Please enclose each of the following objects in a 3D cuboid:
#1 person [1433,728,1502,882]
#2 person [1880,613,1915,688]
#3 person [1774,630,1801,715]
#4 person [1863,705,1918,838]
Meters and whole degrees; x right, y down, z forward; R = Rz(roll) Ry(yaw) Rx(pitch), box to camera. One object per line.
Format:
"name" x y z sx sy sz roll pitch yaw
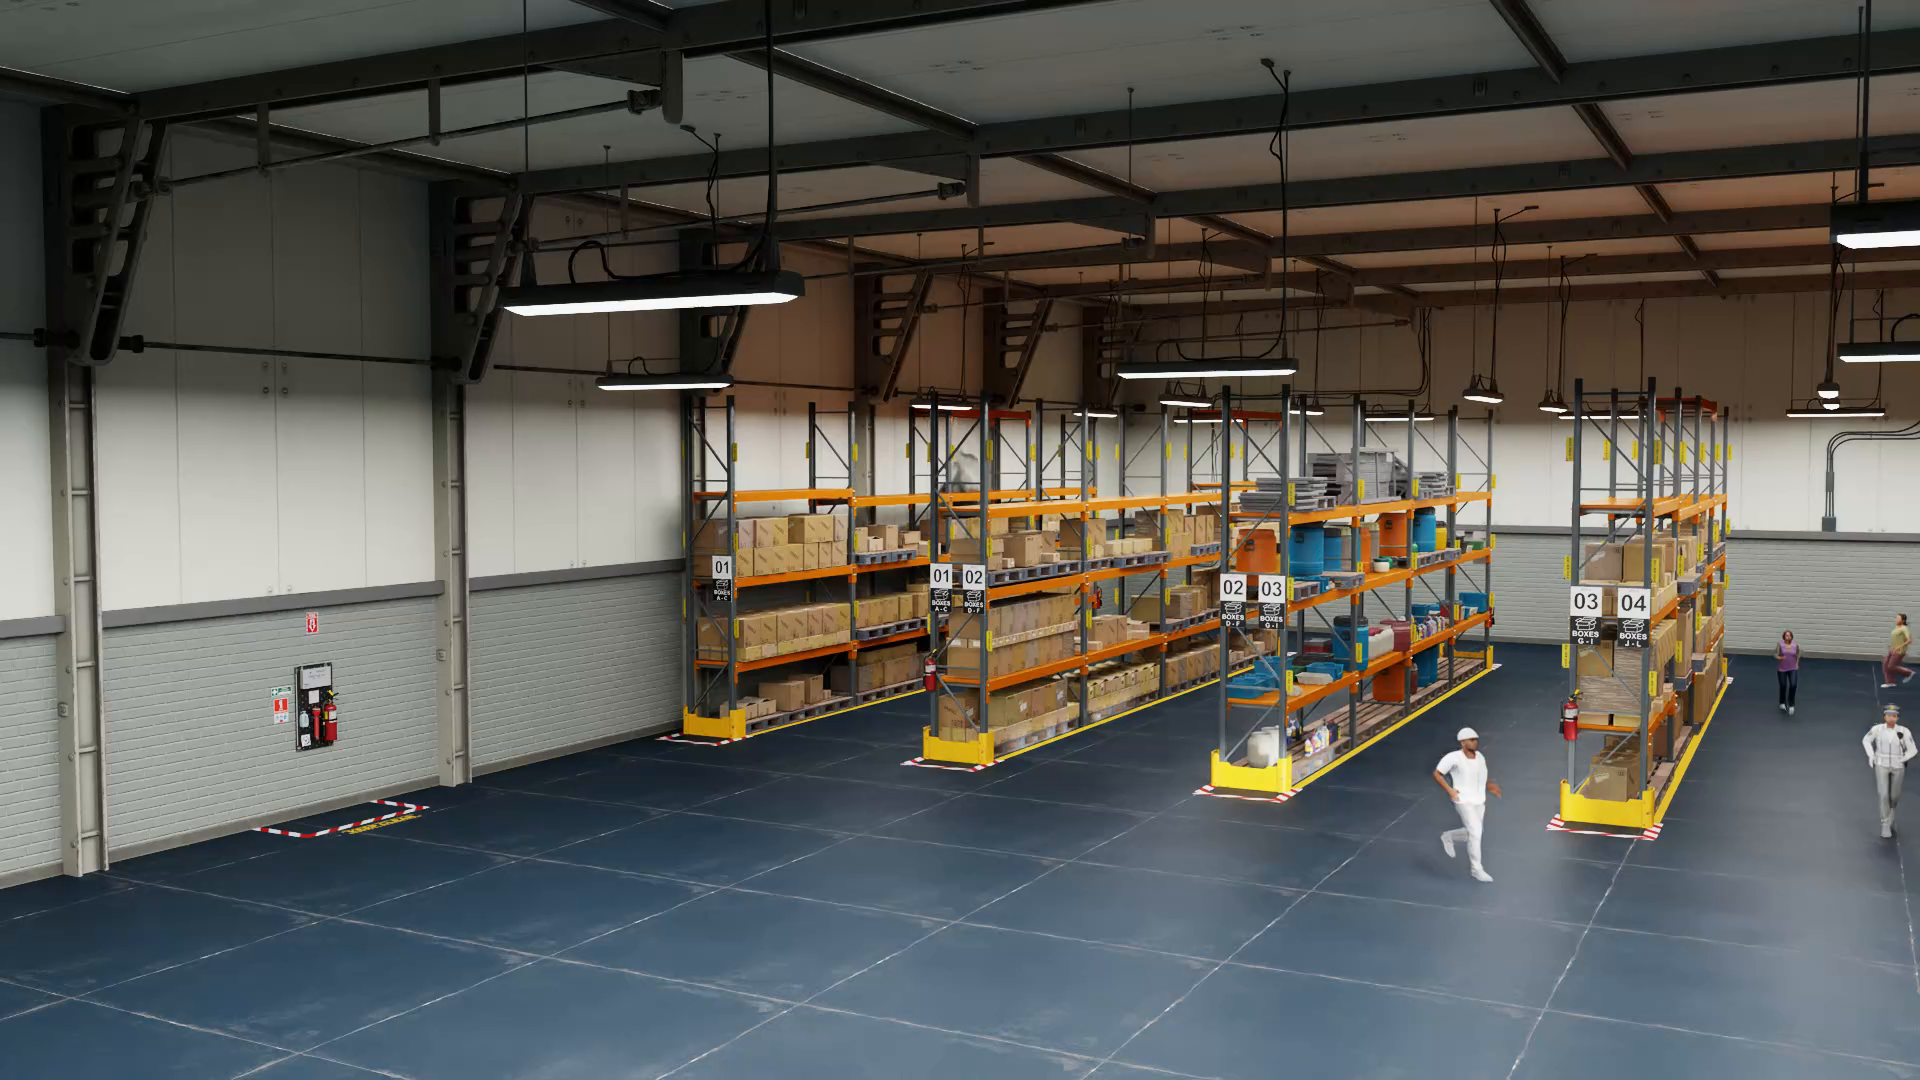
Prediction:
"person" 5.992 3.100 19.716 0.700 1.760 0.867 -2 3 -29
"person" 19.940 2.360 35.240 0.615 1.607 0.617 0 3 6
"person" 15.863 2.528 31.881 0.482 1.623 0.734 1 3 23
"person" 12.255 3.006 21.921 0.628 1.704 0.862 1 3 26
